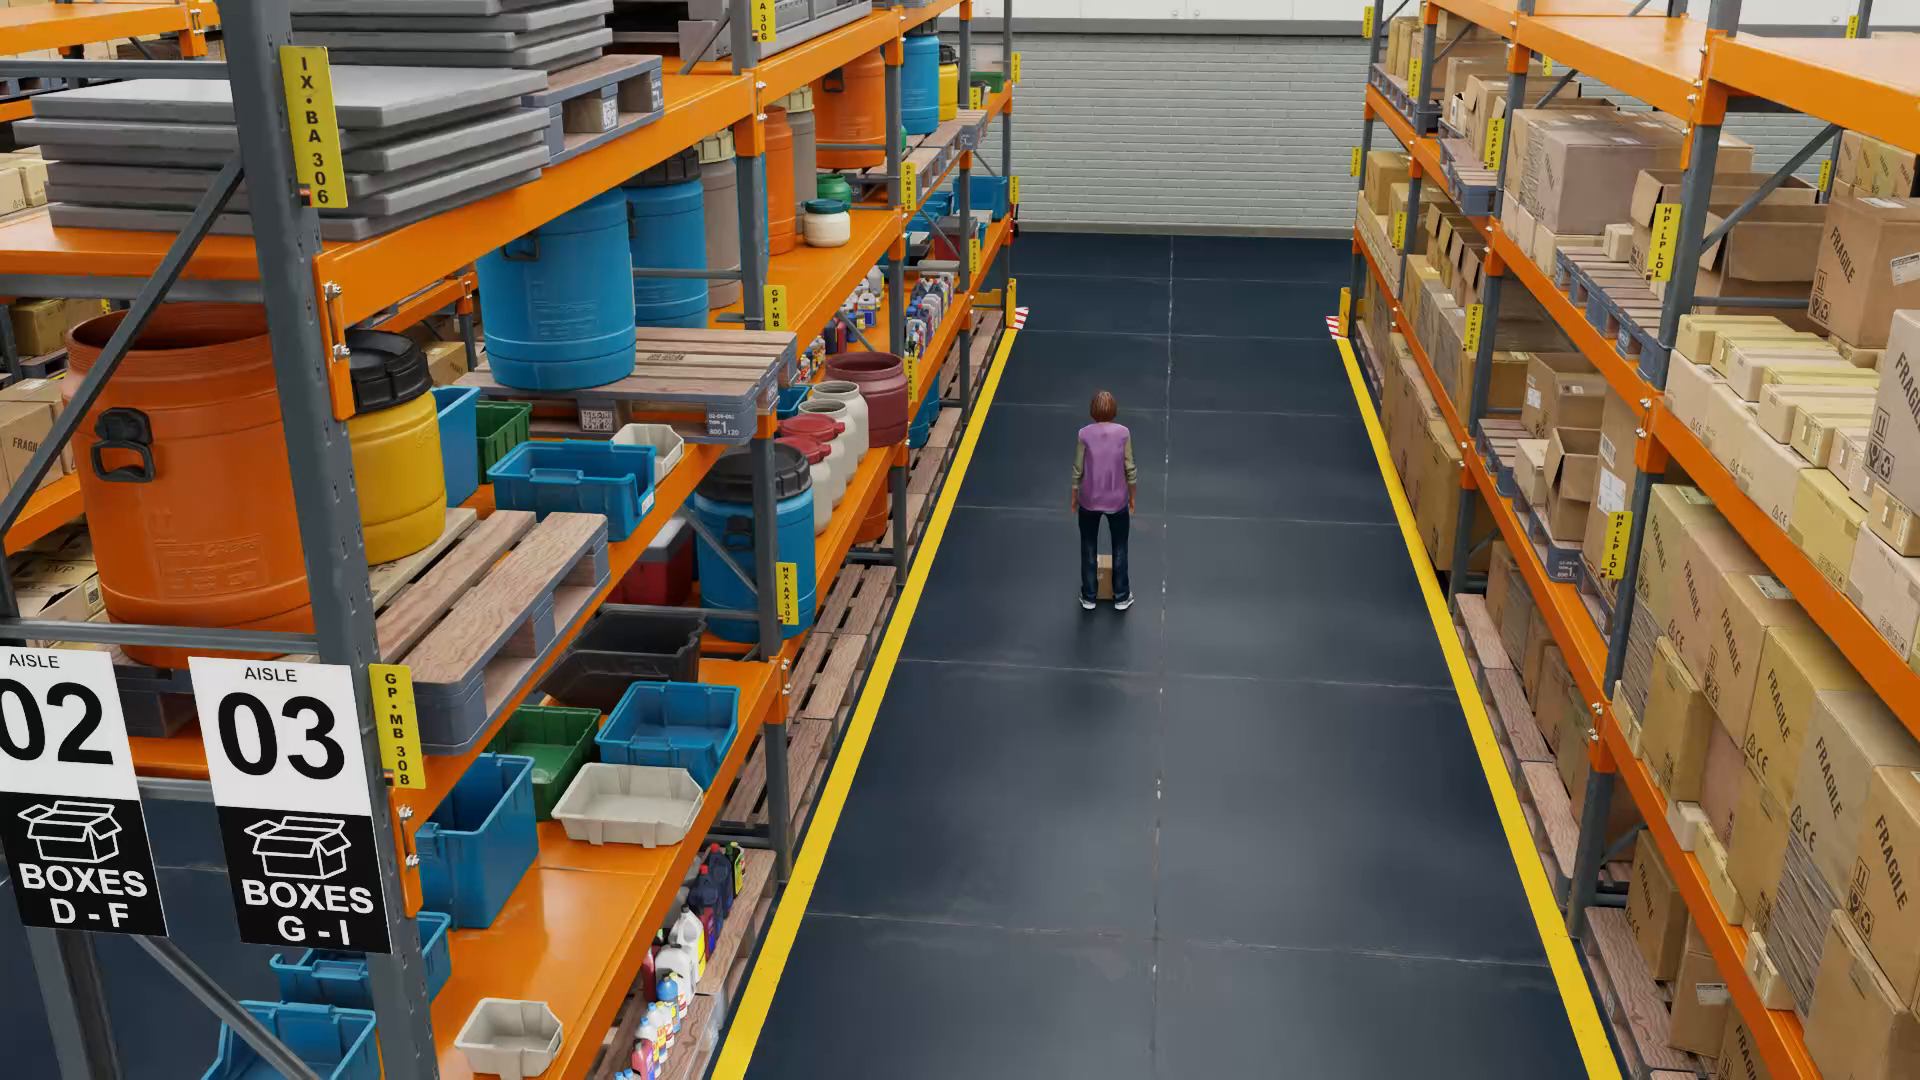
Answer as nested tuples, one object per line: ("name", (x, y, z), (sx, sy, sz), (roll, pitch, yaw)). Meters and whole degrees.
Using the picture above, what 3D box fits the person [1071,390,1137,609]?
("person", (1.021, -0.267, 11.779), (0.484, 1.593, 0.345), (1, 22, 3))
